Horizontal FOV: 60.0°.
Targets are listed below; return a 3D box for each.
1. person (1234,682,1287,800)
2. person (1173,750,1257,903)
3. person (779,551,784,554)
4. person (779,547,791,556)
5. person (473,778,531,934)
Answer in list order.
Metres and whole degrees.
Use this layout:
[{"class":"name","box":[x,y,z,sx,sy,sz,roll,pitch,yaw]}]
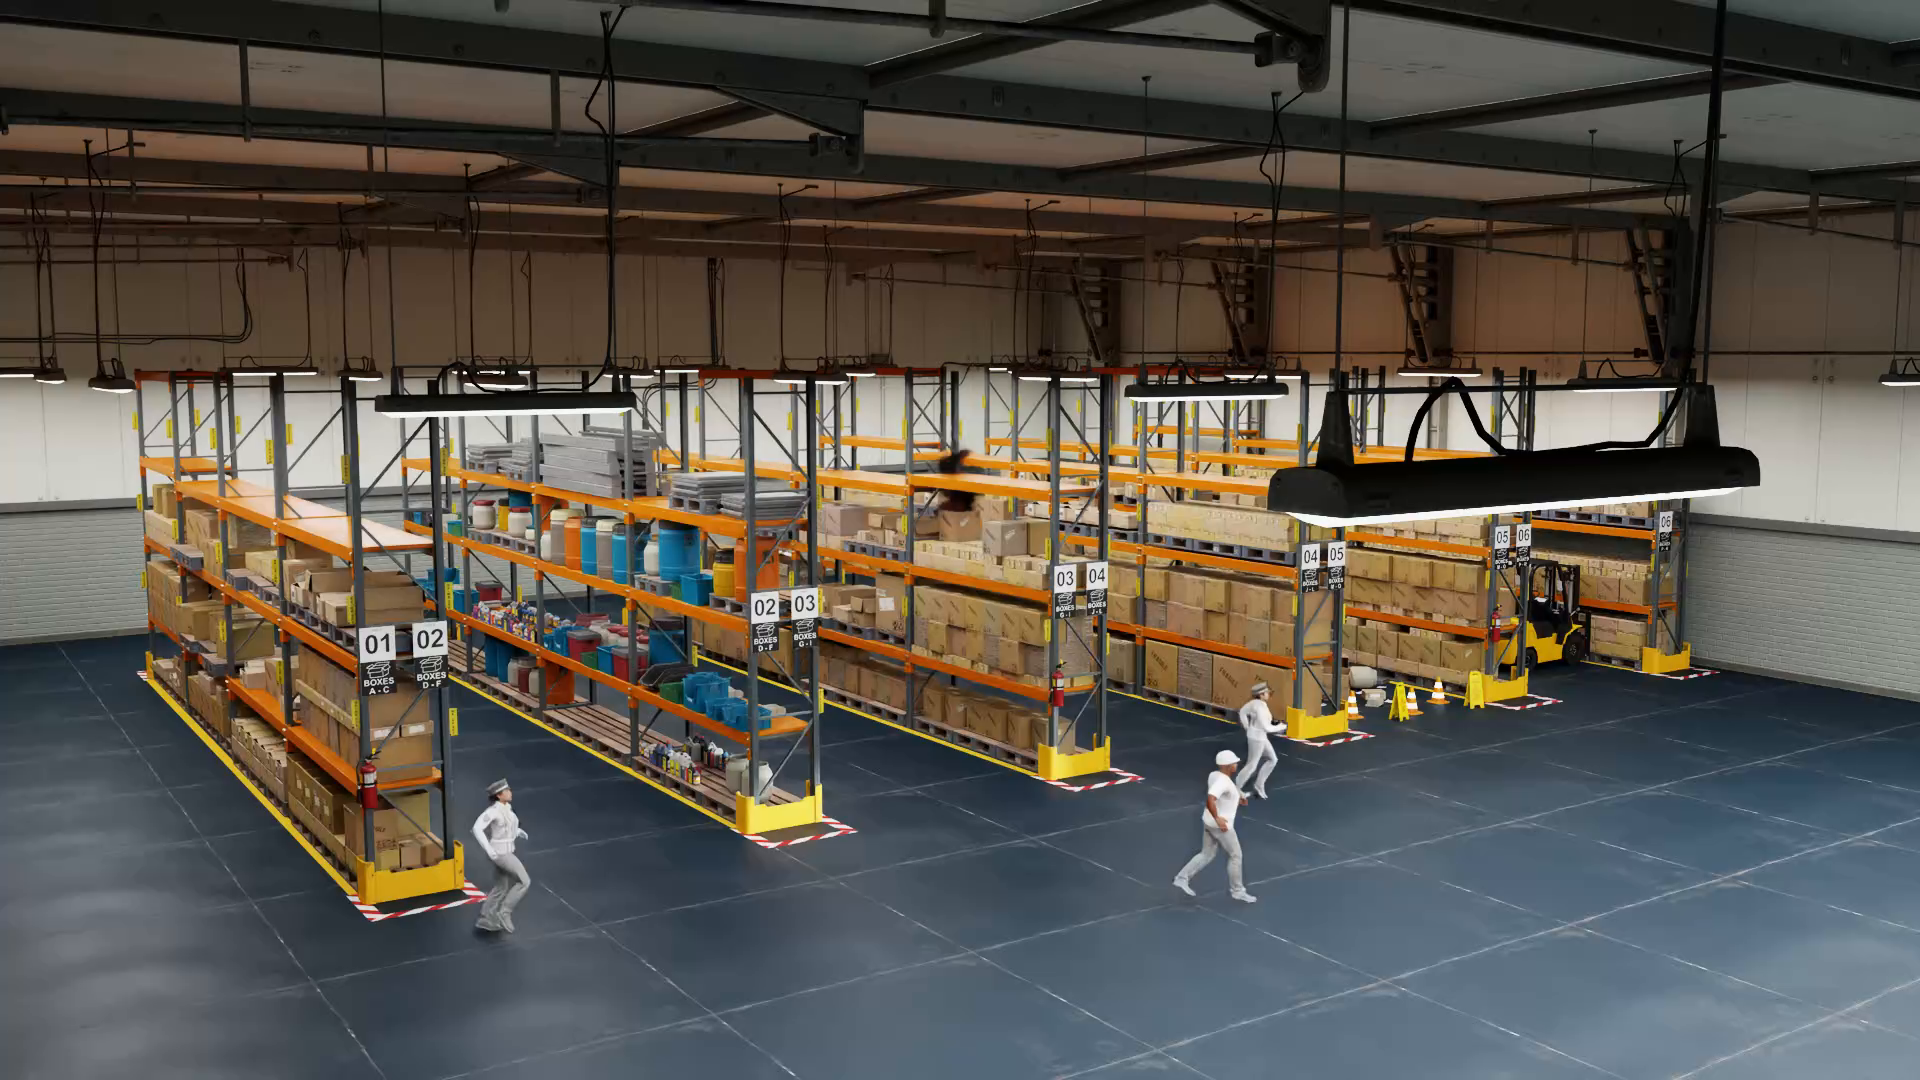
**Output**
[{"class":"person","box":[4.222,2.848,23.508,0.782,1.711,0.573,1,6,5]},{"class":"person","box":[2.942,3.296,19.129,0.970,1.775,0.643,-1,7,-11]},{"class":"person","box":[-4.470,1.071,39.759,0.767,1.655,0.587,0,6,0]},{"class":"person","box":[-4.385,0.926,40.426,0.767,1.747,0.751,3,7,24]},{"class":"person","box":[-5.008,3.446,18.253,0.592,1.677,0.606,-1,7,-8]}]
